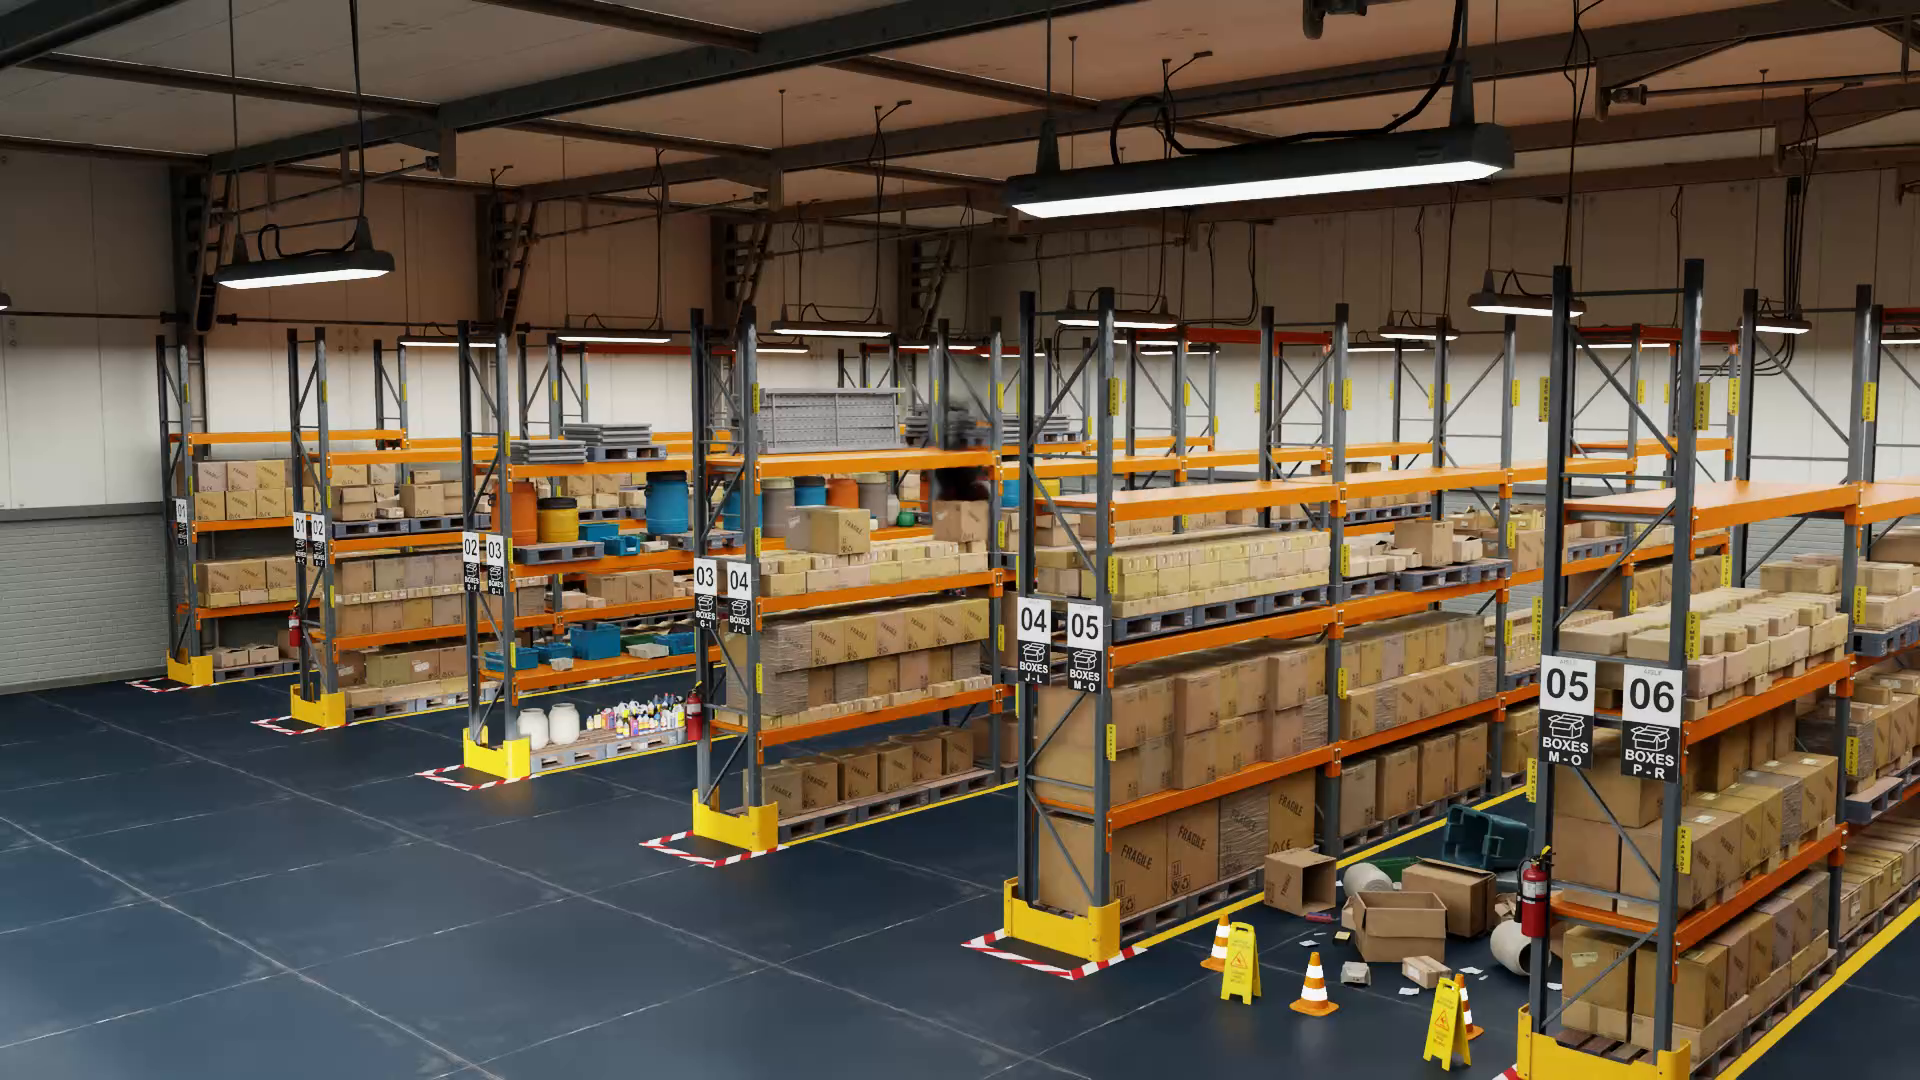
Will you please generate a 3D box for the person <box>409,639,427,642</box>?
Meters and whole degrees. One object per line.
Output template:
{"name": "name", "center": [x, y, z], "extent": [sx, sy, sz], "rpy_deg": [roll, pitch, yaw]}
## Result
{"name": "person", "center": [-9.346, 1.656, 28.666], "extent": [0.586, 1.665, 0.574], "rpy_deg": [3, 6, 29]}
